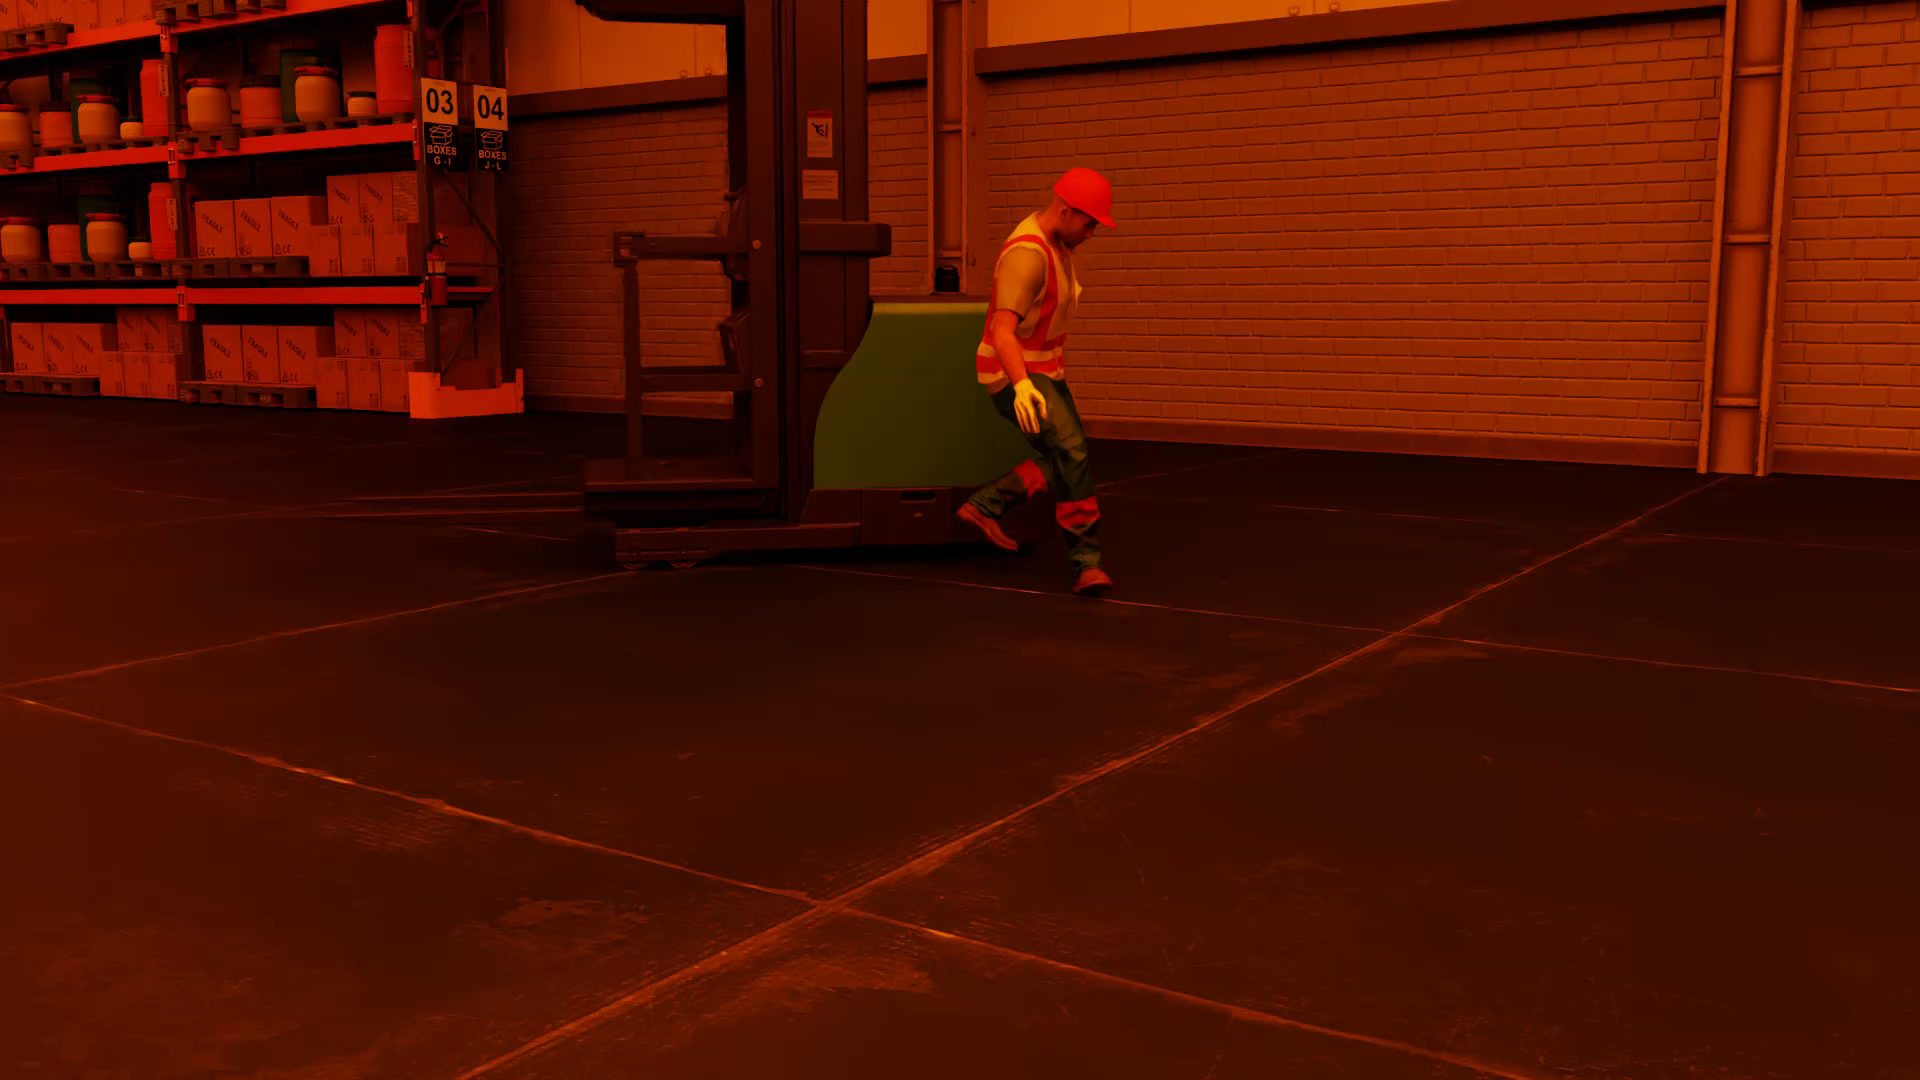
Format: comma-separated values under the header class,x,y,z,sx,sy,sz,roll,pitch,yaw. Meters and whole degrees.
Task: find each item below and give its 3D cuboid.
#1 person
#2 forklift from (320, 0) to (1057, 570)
class,x,y,z,sx,sy,sz,roll,pitch,yaw
person,0.385,-0.635,6.530,0.766,1.580,1.234,3,9,21
forklift,-1.151,-1.411,7.113,3.031,2.935,1.130,-2,8,-12
